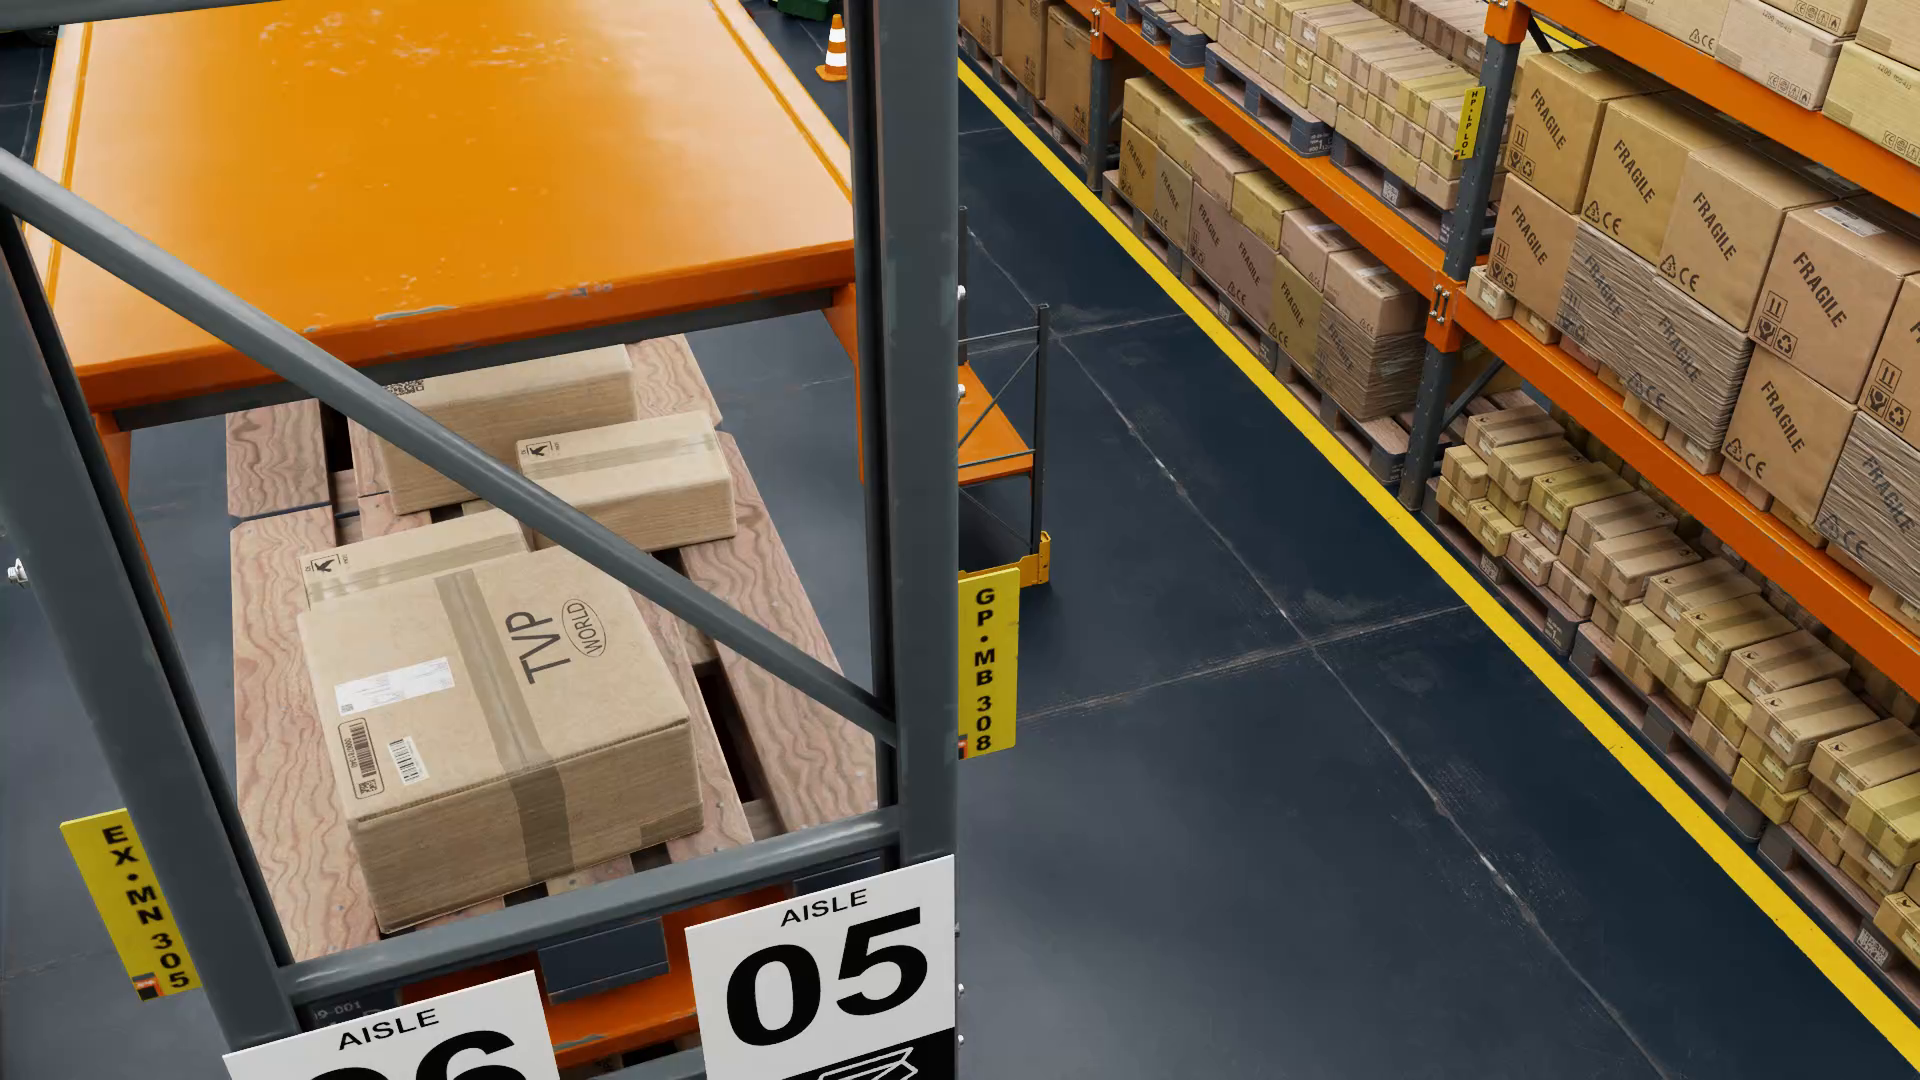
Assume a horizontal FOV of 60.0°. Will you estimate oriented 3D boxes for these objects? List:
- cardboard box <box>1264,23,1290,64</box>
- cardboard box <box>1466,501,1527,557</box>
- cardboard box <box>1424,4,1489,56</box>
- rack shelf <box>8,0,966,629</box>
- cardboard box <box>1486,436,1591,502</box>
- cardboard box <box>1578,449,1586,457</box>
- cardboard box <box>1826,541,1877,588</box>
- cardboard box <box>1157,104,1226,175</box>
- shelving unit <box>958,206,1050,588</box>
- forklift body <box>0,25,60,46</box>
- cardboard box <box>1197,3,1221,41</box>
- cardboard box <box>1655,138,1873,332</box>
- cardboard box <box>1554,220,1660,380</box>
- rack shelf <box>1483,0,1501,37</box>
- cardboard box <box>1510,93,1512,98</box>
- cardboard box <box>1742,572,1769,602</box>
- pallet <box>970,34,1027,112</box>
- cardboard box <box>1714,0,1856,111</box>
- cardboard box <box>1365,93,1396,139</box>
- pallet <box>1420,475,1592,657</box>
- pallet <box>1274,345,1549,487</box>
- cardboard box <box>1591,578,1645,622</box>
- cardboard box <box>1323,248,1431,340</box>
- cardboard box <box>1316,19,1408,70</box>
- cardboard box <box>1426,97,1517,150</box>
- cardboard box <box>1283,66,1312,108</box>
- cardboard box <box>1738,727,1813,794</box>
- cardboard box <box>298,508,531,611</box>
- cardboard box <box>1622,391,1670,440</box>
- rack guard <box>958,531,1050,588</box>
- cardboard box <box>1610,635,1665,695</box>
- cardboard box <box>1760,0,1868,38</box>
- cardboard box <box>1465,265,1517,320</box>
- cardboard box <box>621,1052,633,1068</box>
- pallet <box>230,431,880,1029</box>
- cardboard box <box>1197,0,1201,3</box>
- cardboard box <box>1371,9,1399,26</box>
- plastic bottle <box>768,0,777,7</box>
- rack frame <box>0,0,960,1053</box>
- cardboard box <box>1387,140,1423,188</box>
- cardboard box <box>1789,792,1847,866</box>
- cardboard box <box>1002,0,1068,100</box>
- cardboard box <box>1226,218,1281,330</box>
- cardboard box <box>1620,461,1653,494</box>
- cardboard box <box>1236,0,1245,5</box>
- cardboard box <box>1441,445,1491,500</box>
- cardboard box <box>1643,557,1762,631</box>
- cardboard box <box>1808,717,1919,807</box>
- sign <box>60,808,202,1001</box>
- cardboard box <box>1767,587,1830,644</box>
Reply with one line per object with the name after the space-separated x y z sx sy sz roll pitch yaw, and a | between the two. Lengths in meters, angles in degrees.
1.888 -2.726 9.049 0.380 0.149 0.250 -11 38 -14 | cardboard box
2.661 -0.080 7.944 0.380 0.149 0.250 -11 38 -15 | cardboard box
2.682 -2.684 8.746 0.380 0.149 0.250 -13 39 -16 | cardboard box
-1.179 -1.211 3.369 1.077 0.370 4.000 -12 39 -16 | rack shelf
2.709 -0.335 7.788 0.380 0.149 0.250 -11 38 -14 | cardboard box
3.152 -0.509 8.267 0.380 0.149 0.250 -12 39 -15 | cardboard box
3.384 0.015 6.007 0.380 0.149 0.250 -14 39 -18 | cardboard box
1.553 -2.476 10.210 0.500 0.250 0.500 -13 39 -16 | cardboard box
-0.026 -0.642 7.916 0.587 1.500 1.083 -12 39 -16 | shelving unit
-8.291 -5.108 13.305 2.313 2.155 1.214 -12 39 -16 | forklift body
1.613 -3.050 9.726 0.380 0.149 0.250 -11 38 -14 | cardboard box
3.009 -1.146 6.177 0.500 0.500 0.500 -12 39 -15 | cardboard box
2.856 -1.023 6.844 0.500 0.500 0.500 -12 39 -16 | cardboard box
2.057 -3.514 8.588 1.077 0.370 4.000 -12 39 -16 | rack shelf
2.861 -2.269 8.443 0.380 0.149 0.250 -12 38 -15 | cardboard box
3.539 0.246 7.264 0.380 0.149 0.250 -14 39 -18 | cardboard box
0.752 -3.769 13.138 1.003 0.211 1.213 -12 39 -16 | pallet
2.999 -1.716 5.728 0.500 0.250 0.500 -11 38 -14 | cardboard box
2.249 -2.133 8.262 0.380 0.149 0.250 -11 38 -14 | cardboard box
3.010 0.012 8.119 1.003 0.211 1.213 -12 39 -16 | pallet
2.476 -0.799 9.196 1.003 0.211 1.213 -12 39 -16 | pallet
3.021 0.217 7.302 0.380 0.149 0.250 -11 38 -14 | cardboard box
2.252 -1.311 8.663 0.500 0.250 0.500 -13 39 -17 | cardboard box
2.072 -2.551 8.569 0.380 0.149 0.250 -14 39 -17 | cardboard box
2.424 -1.965 7.791 0.380 0.149 0.250 -11 38 -14 | cardboard box
1.972 -2.460 8.943 0.380 0.149 0.250 -11 38 -14 | cardboard box
3.302 0.816 6.507 0.380 0.149 0.250 -12 39 -15 | cardboard box
-0.950 0.107 2.959 0.380 0.149 0.250 -15 40 -19 | cardboard box
2.949 -0.565 6.776 0.380 0.149 0.250 -12 39 -15 | cardboard box
0.145 0.138 7.919 0.587 0.250 0.087 -12 39 -16 | rack guard
3.054 0.494 7.182 0.380 0.149 0.250 -13 39 -17 | cardboard box
3.013 -1.921 5.583 0.500 0.250 0.500 -12 39 -15 | cardboard box
2.536 -1.146 7.547 0.380 0.149 0.250 -11 38 -14 | cardboard box
-0.880 1.205 3.303 0.500 0.500 0.500 -11 38 -14 | cardboard box
-0.756 0.288 3.015 1.003 0.211 1.213 -12 39 -16 | pallet
1.537 -3.302 9.814 0.380 0.149 0.250 -14 39 -17 | cardboard box
2.502 -2.861 9.228 0.380 0.149 0.250 -13 39 -17 | cardboard box
-1.520 -4.663 14.450 0.283 0.061 0.133 27 44 31 | plastic bottle
-0.491 -0.528 1.533 1.000 3.000 0.127 -12 39 -16 | rack frame
2.333 -1.871 8.161 0.380 0.149 0.250 -12 39 -16 | cardboard box
3.454 1.075 6.411 0.380 0.149 0.250 -12 39 -15 | cardboard box
0.940 -3.858 12.460 1.050 0.750 0.750 -12 39 -15 | cardboard box
1.906 -1.590 9.656 0.500 0.500 0.500 -13 39 -17 | cardboard box
3.330 -0.318 7.766 0.380 0.149 0.250 -13 39 -16 | cardboard box
1.707 -3.144 9.357 0.380 0.149 0.250 -11 38 -14 | cardboard box
2.570 -0.351 8.056 0.380 0.149 0.250 -11 38 -14 | cardboard box
3.135 0.238 7.028 0.380 0.149 0.250 -14 39 -18 | cardboard box
3.431 0.839 6.229 0.380 0.149 0.250 -14 39 -18 | cardboard box
-1.005 0.452 2.054 0.100 0.325 0.005 -12 39 -16 | sign
3.613 0.291 6.956 0.380 0.149 0.250 -12 39 -16 | cardboard box
